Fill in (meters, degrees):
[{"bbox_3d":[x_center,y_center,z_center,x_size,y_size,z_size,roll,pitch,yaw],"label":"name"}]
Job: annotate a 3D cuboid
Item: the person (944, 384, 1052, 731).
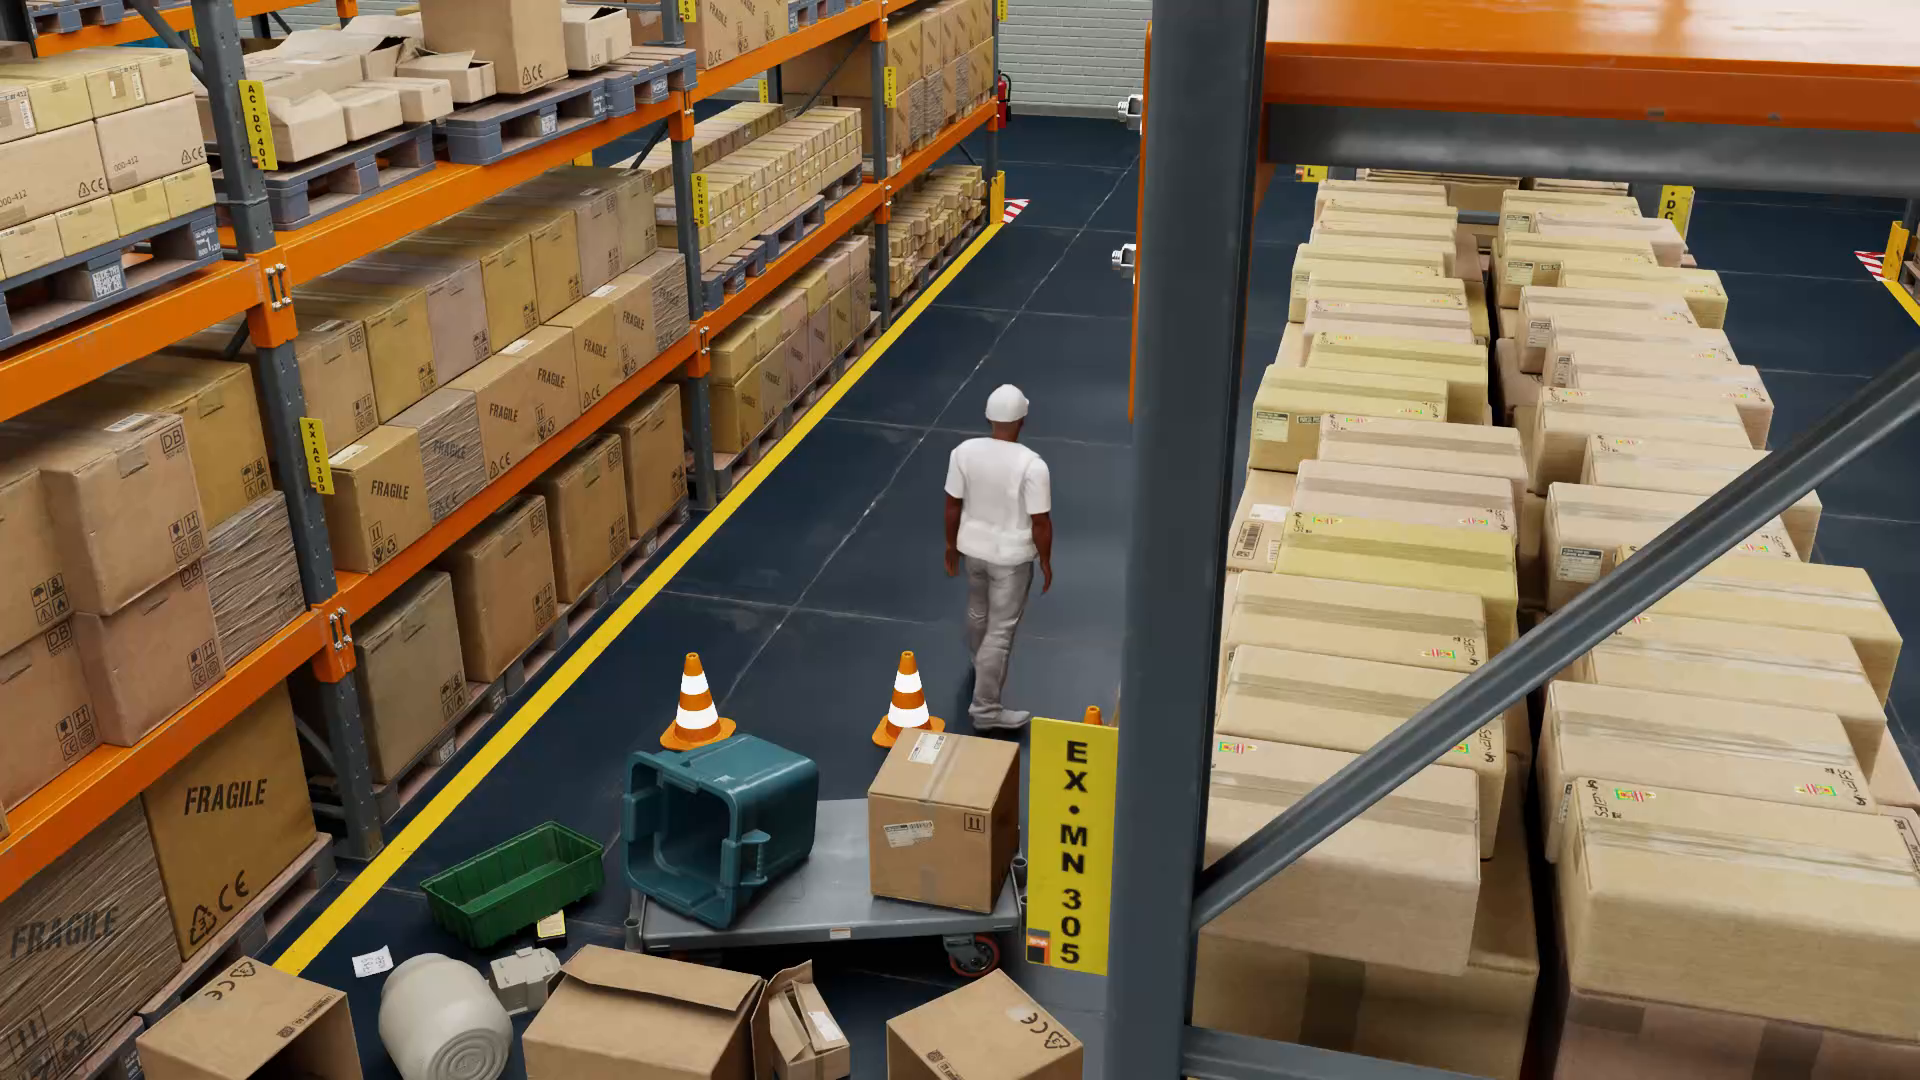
[{"bbox_3d":[0.197,0.017,8.517,0.687,1.729,0.828,17,30,31],"label":"person"}]
